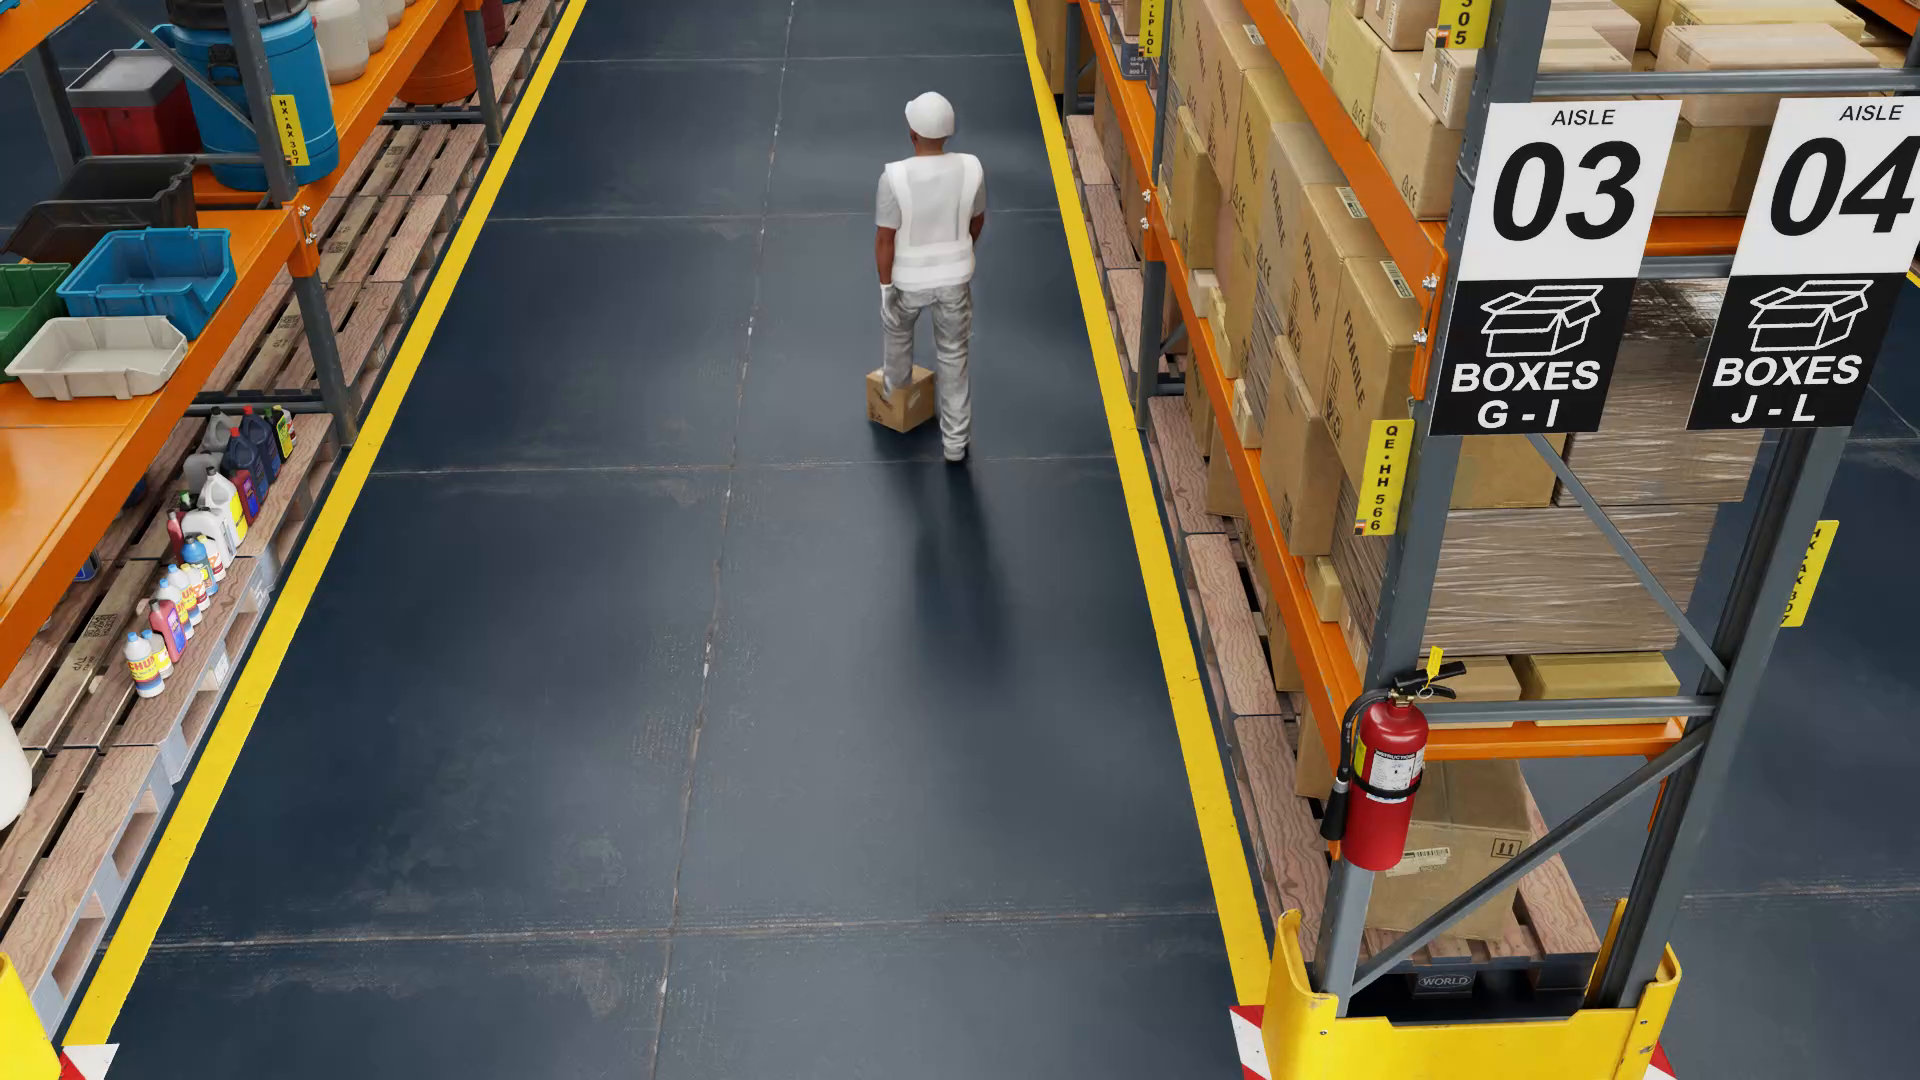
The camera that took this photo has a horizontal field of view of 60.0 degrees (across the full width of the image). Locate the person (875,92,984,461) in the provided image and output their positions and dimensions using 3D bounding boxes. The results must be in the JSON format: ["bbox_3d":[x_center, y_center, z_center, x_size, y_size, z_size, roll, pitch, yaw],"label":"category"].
[{"bbox_3d":[-0.155,-1.273,7.961,0.549,1.825,0.754,-6,35,-9],"label":"person"}]
